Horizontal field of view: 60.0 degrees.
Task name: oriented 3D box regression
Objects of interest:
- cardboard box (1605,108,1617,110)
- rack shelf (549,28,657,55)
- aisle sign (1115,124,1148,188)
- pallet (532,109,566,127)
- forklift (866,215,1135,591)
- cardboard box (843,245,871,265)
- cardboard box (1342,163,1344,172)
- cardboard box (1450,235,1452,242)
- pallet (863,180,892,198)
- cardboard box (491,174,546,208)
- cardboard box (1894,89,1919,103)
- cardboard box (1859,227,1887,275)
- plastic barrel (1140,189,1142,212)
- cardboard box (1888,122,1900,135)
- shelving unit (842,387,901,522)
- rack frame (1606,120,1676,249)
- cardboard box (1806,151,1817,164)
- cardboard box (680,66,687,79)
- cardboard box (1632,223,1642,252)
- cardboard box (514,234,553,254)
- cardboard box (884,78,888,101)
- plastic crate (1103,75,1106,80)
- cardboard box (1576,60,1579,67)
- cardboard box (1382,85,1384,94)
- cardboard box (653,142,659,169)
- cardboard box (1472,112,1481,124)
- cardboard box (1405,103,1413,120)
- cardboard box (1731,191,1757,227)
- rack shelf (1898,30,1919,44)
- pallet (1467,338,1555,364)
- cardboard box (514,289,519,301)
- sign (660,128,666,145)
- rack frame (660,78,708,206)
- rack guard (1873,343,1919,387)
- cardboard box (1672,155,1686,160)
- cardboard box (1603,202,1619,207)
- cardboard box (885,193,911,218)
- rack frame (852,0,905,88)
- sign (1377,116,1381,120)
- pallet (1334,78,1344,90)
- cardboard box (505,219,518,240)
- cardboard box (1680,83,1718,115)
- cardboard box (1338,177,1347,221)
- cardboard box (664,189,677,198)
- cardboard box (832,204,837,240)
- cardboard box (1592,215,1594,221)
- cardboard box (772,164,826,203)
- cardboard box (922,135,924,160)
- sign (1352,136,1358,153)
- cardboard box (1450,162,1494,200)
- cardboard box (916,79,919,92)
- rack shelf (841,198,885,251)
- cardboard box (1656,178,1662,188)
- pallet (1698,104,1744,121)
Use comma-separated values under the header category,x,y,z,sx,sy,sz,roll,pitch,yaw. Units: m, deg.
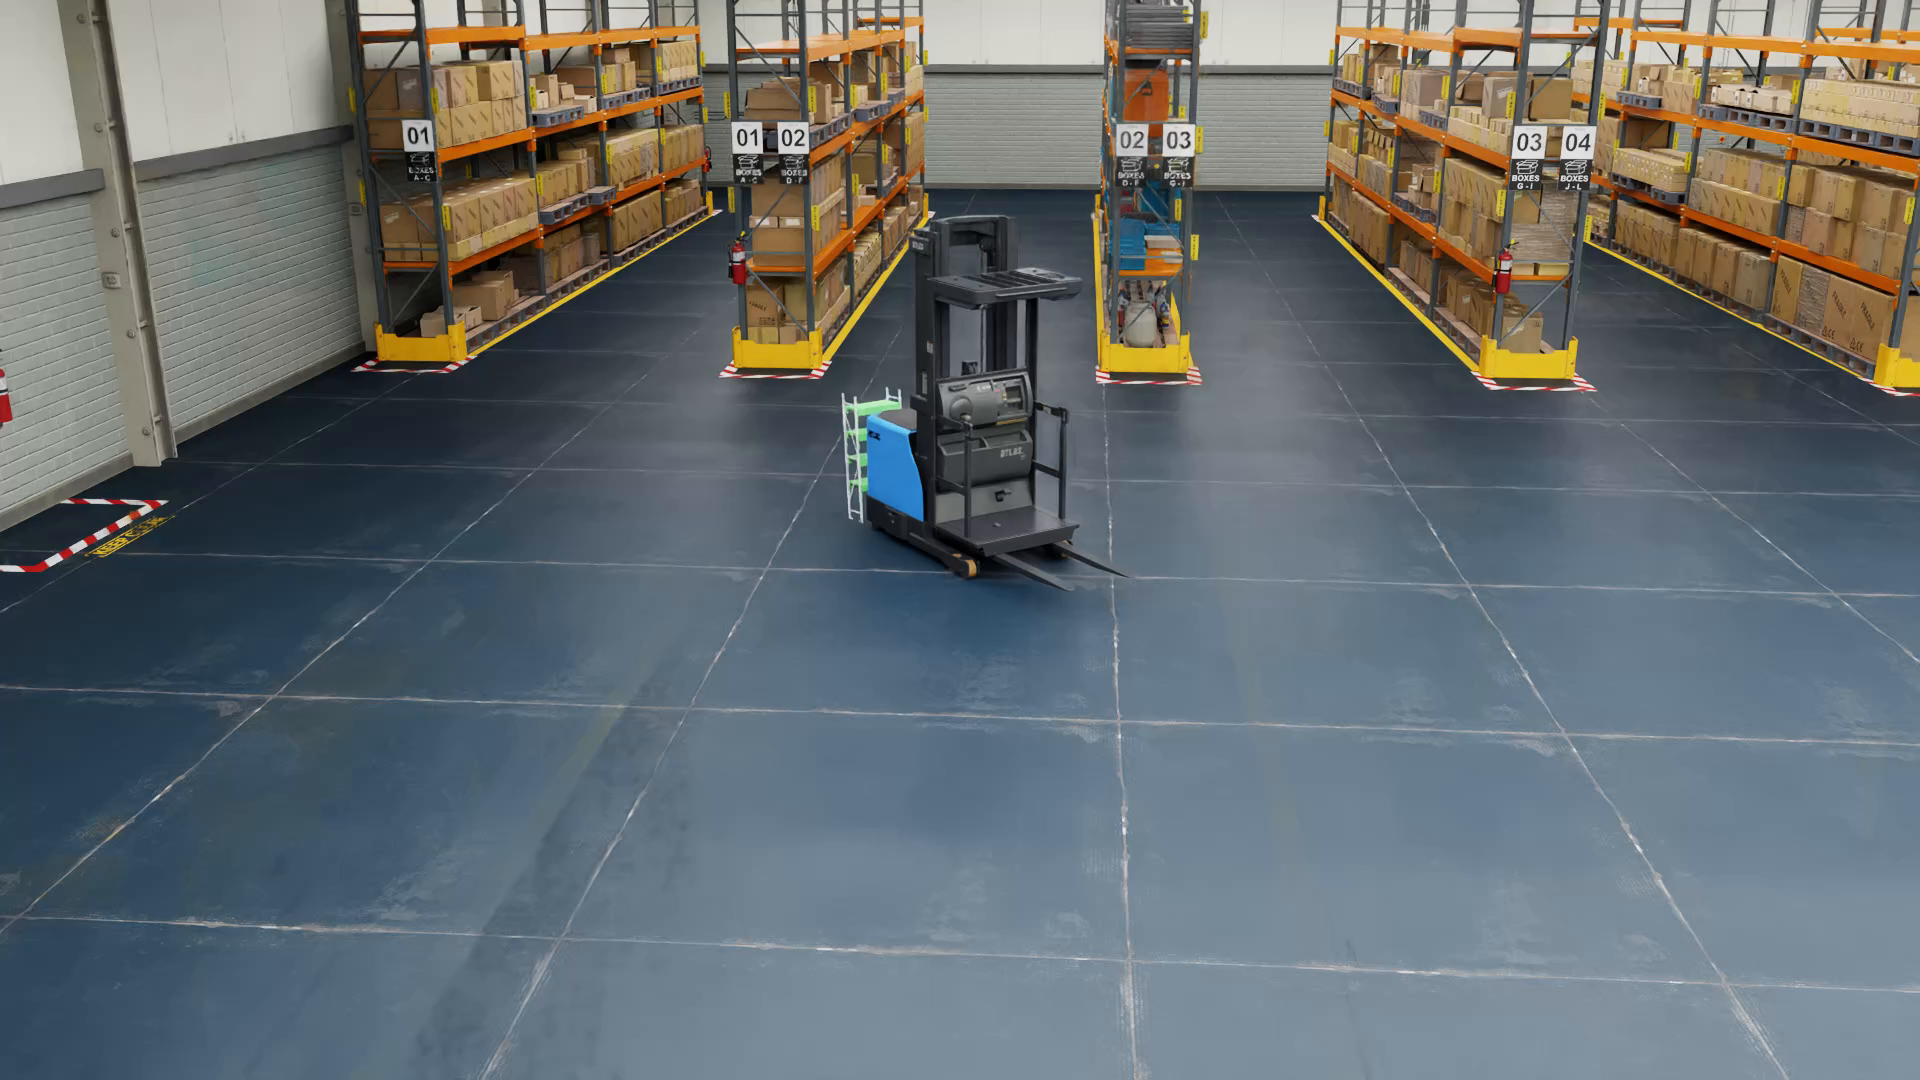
category,x,y,z,sx,sy,sz,roll,pitch,yaw
cardboard box,13.732,-8.909,35.379,0.500,0.500,0.500,1,18,3
rack shelf,-6.675,-9.322,31.046,1.077,0.370,4.000,1,18,4
aisle sign,2.189,-4.896,21.200,0.394,0.787,0.004,1,18,4
pallet,-6.954,-6.665,26.259,1.213,0.211,1.003,1,18,4
forklift,0.339,-1.228,14.291,1.130,2.935,3.031,-11,21,-31
cardboard box,-1.777,-4.790,27.892,0.500,0.311,0.500,2,18,5
cardboard box,8.077,-7.675,34.258,0.380,0.149,0.250,1,18,3
cardboard box,7.372,-4.395,24.250,0.380,0.149,0.250,1,18,4
pallet,-1.898,-6.394,30.253,1.213,0.211,1.003,1,18,4
cardboard box,-7.034,-5.554,26.515,0.700,0.500,0.500,1,18,4
cardboard box,12.094,-5.625,21.070,0.380,0.149,0.250,2,18,5
cardboard box,12.369,-3.783,21.736,0.875,0.550,0.550,1,18,4
plastic barrel,3.064,-5.276,26.315,0.433,0.535,0.433,0,18,0
cardboard box,12.093,-5.246,21.193,0.380,0.149,0.250,2,18,5
shelving unit,-0.811,-0.812,15.774,0.503,1.200,0.258,-12,18,-33
rack frame,13.230,-7.151,32.255,1.000,3.000,0.127,1,18,4
cardboard box,18.132,-8.061,34.873,0.500,0.500,0.500,1,18,3
cardboard box,-6.101,-9.911,35.269,0.500,0.250,0.500,1,18,2
cardboard box,12.853,-5.611,30.898,0.500,0.500,0.500,2,18,5
cardboard box,-7.040,-4.883,27.439,0.500,0.250,0.500,1,18,3
cardboard box,-1.805,-8.202,30.486,0.910,0.500,0.500,1,18,4
plastic crate,3.253,-9.573,34.931,0.504,0.338,0.767,1,18,4
cardboard box,13.267,-10.079,35.172,0.380,0.149,0.250,1,18,3
cardboard box,8.034,-8.339,30.795,0.380,0.149,0.250,1,18,2
cardboard box,-6.313,-7.674,33.182,0.500,0.500,0.500,1,18,3
cardboard box,7.330,-5.852,23.075,0.380,0.149,0.250,1,18,3
cardboard box,7.679,-7.105,27.539,0.500,0.250,0.500,2,18,5
cardboard box,12.500,-5.195,26.128,0.500,0.500,0.500,1,18,4
rack shelf,18.032,-8.769,29.358,1.077,0.370,4.000,1,18,4
pallet,7.529,-2.516,22.589,1.003,0.211,1.213,1,18,4
cardboard box,-7.113,-3.836,25.982,0.380,0.166,0.250,-1,18,-3
sign,-5.989,-8.128,33.506,0.100,0.325,0.005,1,18,4
rack frame,-6.245,-8.867,37.493,1.000,3.000,0.127,1,18,4
rack guard,12.368,-2.228,21.248,1.175,0.500,0.348,1,18,4
cardboard box,13.302,-6.980,30.507,0.380,0.149,0.250,0,18,1
cardboard box,13.590,-6.947,34.583,0.380,0.149,0.250,1,18,2
cardboard box,-1.461,-7.121,35.469,0.797,0.503,0.637,1,18,4
rack frame,-1.590,-10.366,32.433,1.000,3.000,0.127,1,18,4
sign,9.117,-9.181,36.213,0.100,0.325,0.005,1,18,4
pallet,8.534,-9.688,35.323,1.003,0.211,1.213,1,18,4
cardboard box,-6.901,-4.613,24.720,0.500,0.250,0.500,1,18,4
cardboard box,12.731,-7.564,28.540,0.500,0.500,0.500,1,18,4
cardboard box,8.546,-7.242,35.271,0.875,0.875,0.875,1,18,4
cardboard box,-6.169,-7.277,34.938,0.380,0.149,0.250,2,18,6
cardboard box,-2.220,-4.776,24.848,0.700,0.500,0.500,1,18,3
cardboard box,13.059,-6.565,33.894,0.380,0.149,0.250,2,18,5
cardboard box,-2.297,-5.089,23.719,0.700,0.500,0.500,1,18,4
cardboard box,-1.064,-8.660,36.700,0.500,0.500,0.500,2,18,6
sign,7.737,-7.754,32.578,0.100,0.325,0.005,1,18,4
cardboard box,7.397,-5.183,24.006,0.500,0.500,0.500,1,18,4
cardboard box,-1.147,-9.635,35.262,0.500,0.250,0.500,1,18,4
rack shelf,-2.020,-5.310,27.793,1.077,0.370,4.000,1,18,4
cardboard box,12.558,-6.309,29.416,0.380,0.149,0.250,2,18,5
pallet,12.950,-7.043,27.413,1.213,0.211,1.003,2,18,6
